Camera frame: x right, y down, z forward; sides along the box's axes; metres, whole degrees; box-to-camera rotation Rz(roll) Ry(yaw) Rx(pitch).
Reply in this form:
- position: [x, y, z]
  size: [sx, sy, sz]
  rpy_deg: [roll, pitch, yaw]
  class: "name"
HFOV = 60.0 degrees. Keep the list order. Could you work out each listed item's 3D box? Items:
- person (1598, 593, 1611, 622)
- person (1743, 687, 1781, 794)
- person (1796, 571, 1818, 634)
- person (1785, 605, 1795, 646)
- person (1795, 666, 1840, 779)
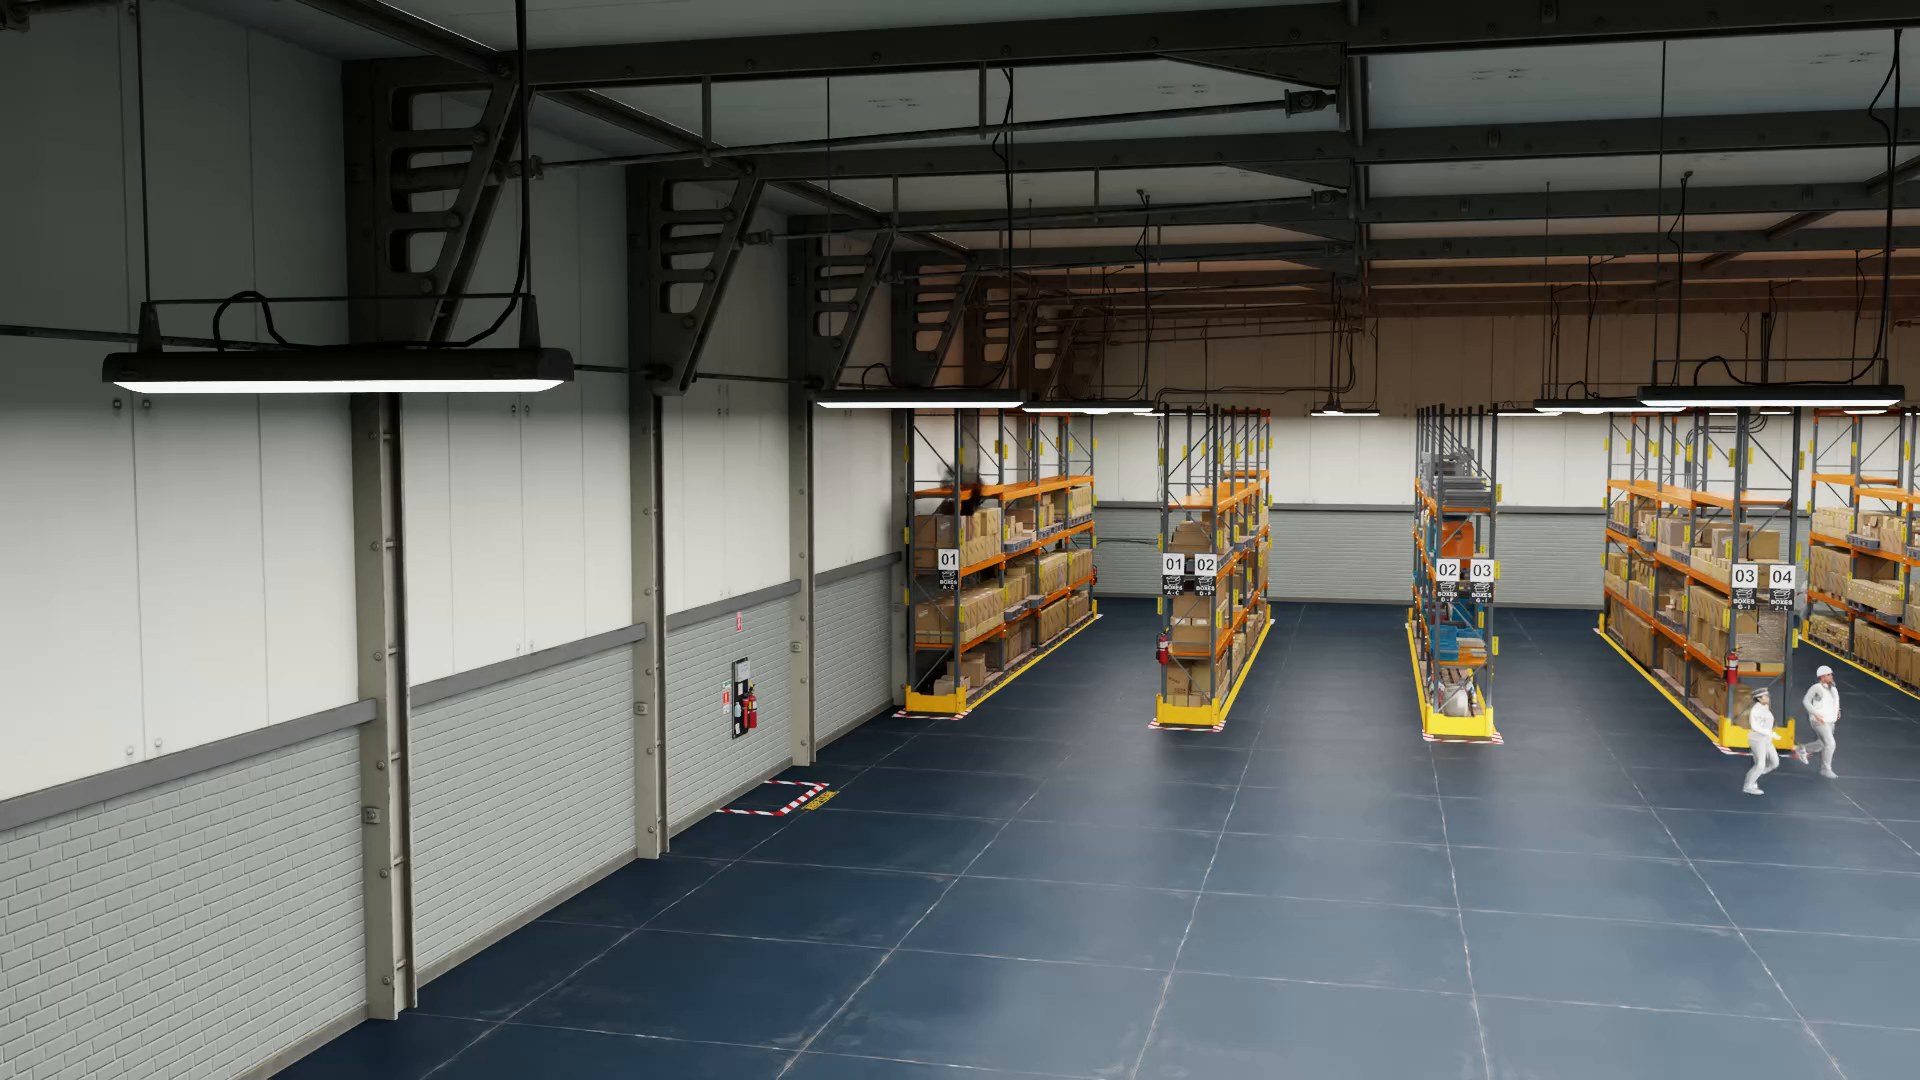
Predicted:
- position: [18.066, 1.514, 45.965]
  size: [0.804, 1.816, 0.701]
  rpy_deg: [3, 5, 34]
  class: "person"
- position: [12.224, 3.043, 25.267]
  size: [0.659, 1.646, 0.551]
  rpy_deg: [-4, 6, -44]
  class: "person"
- position: [22.658, 1.668, 44.313]
  size: [0.731, 1.766, 0.611]
  rpy_deg: [0, 4, 3]
  class: "person"
- position: [20.196, 1.967, 40.681]
  size: [0.516, 1.594, 0.614]
  rpy_deg: [1, 4, 12]
  class: "person"
- position: [13.842, 2.900, 26.804]
  size: [0.669, 1.783, 0.781]
  rpy_deg: [-2, 5, -30]
  class: "person"
